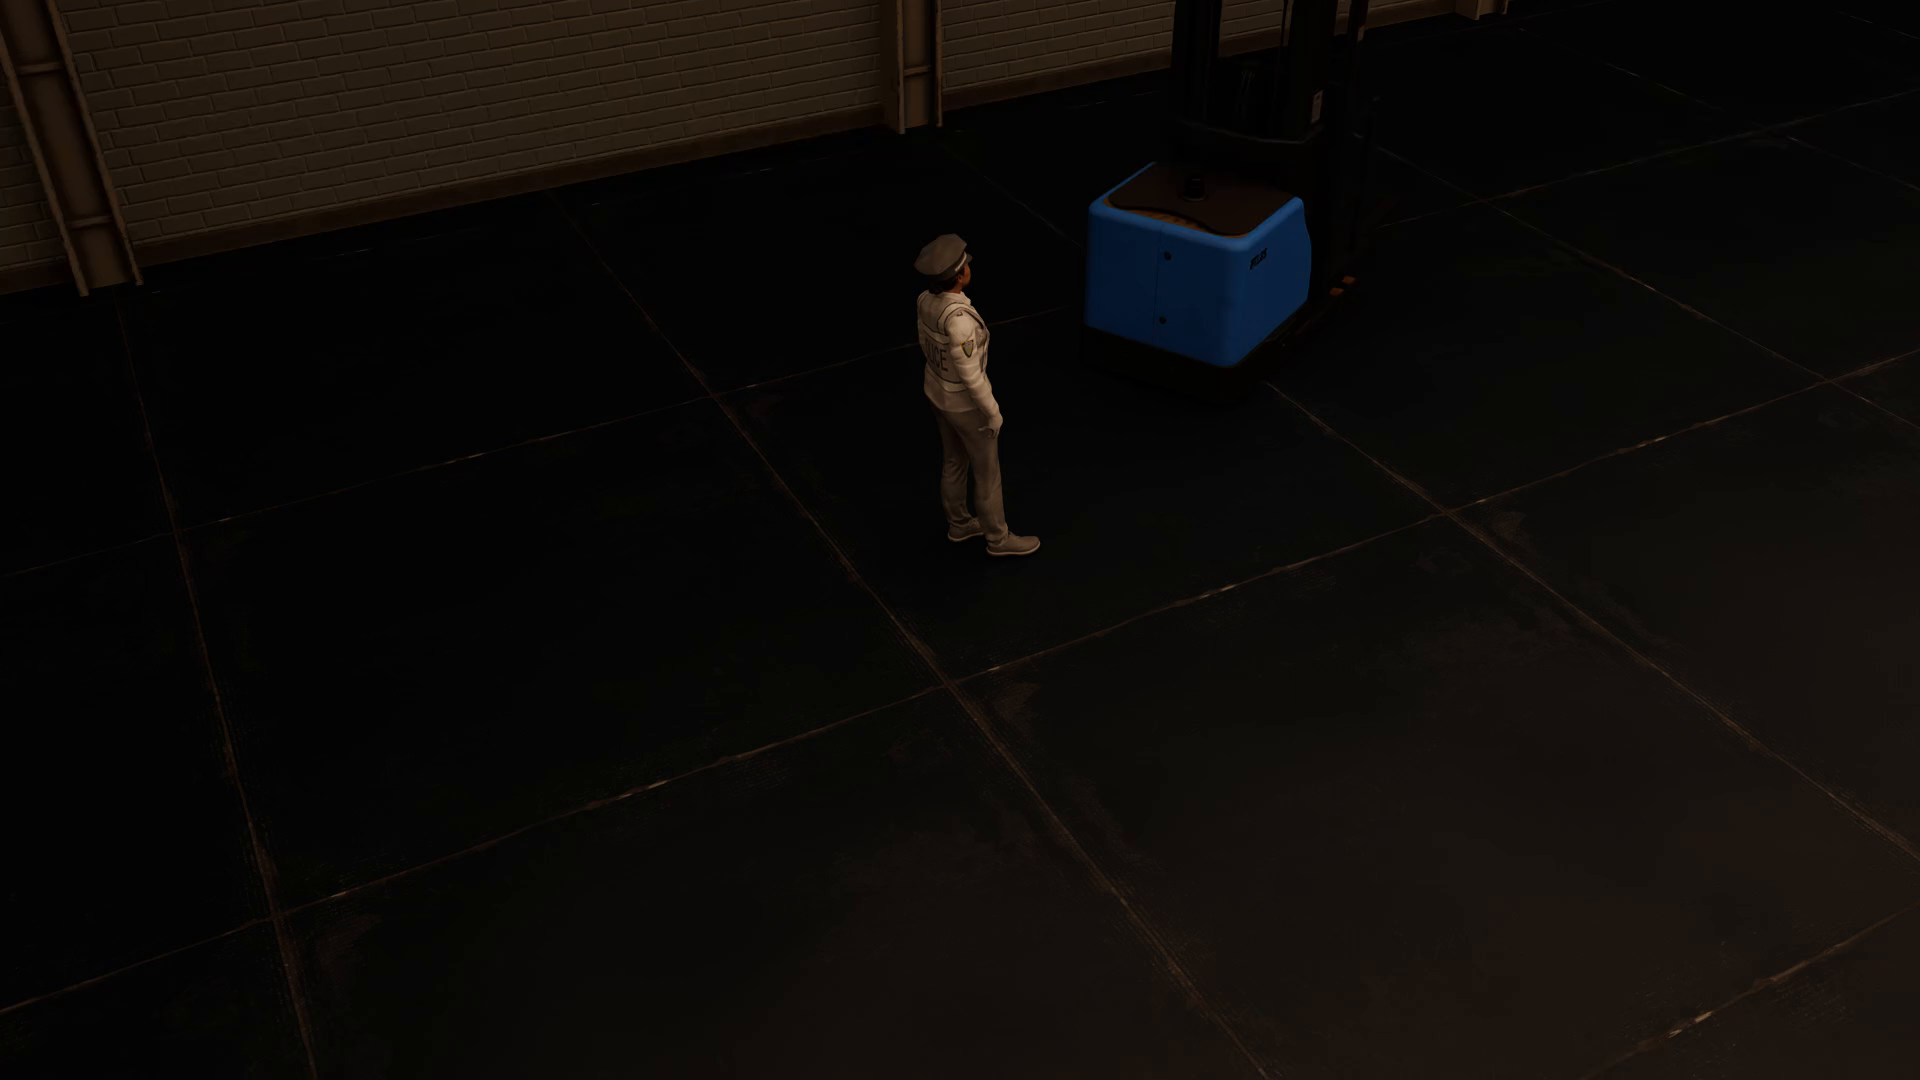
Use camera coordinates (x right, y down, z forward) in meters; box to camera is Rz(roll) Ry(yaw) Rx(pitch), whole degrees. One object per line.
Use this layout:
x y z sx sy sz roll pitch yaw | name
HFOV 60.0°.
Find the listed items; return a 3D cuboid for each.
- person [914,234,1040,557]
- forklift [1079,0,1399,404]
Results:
0.062 -0.713 8.190 0.534 1.696 0.587 -17 39 -23 | person
1.961 -2.798 10.082 1.130 2.935 3.031 21 40 27 | forklift
